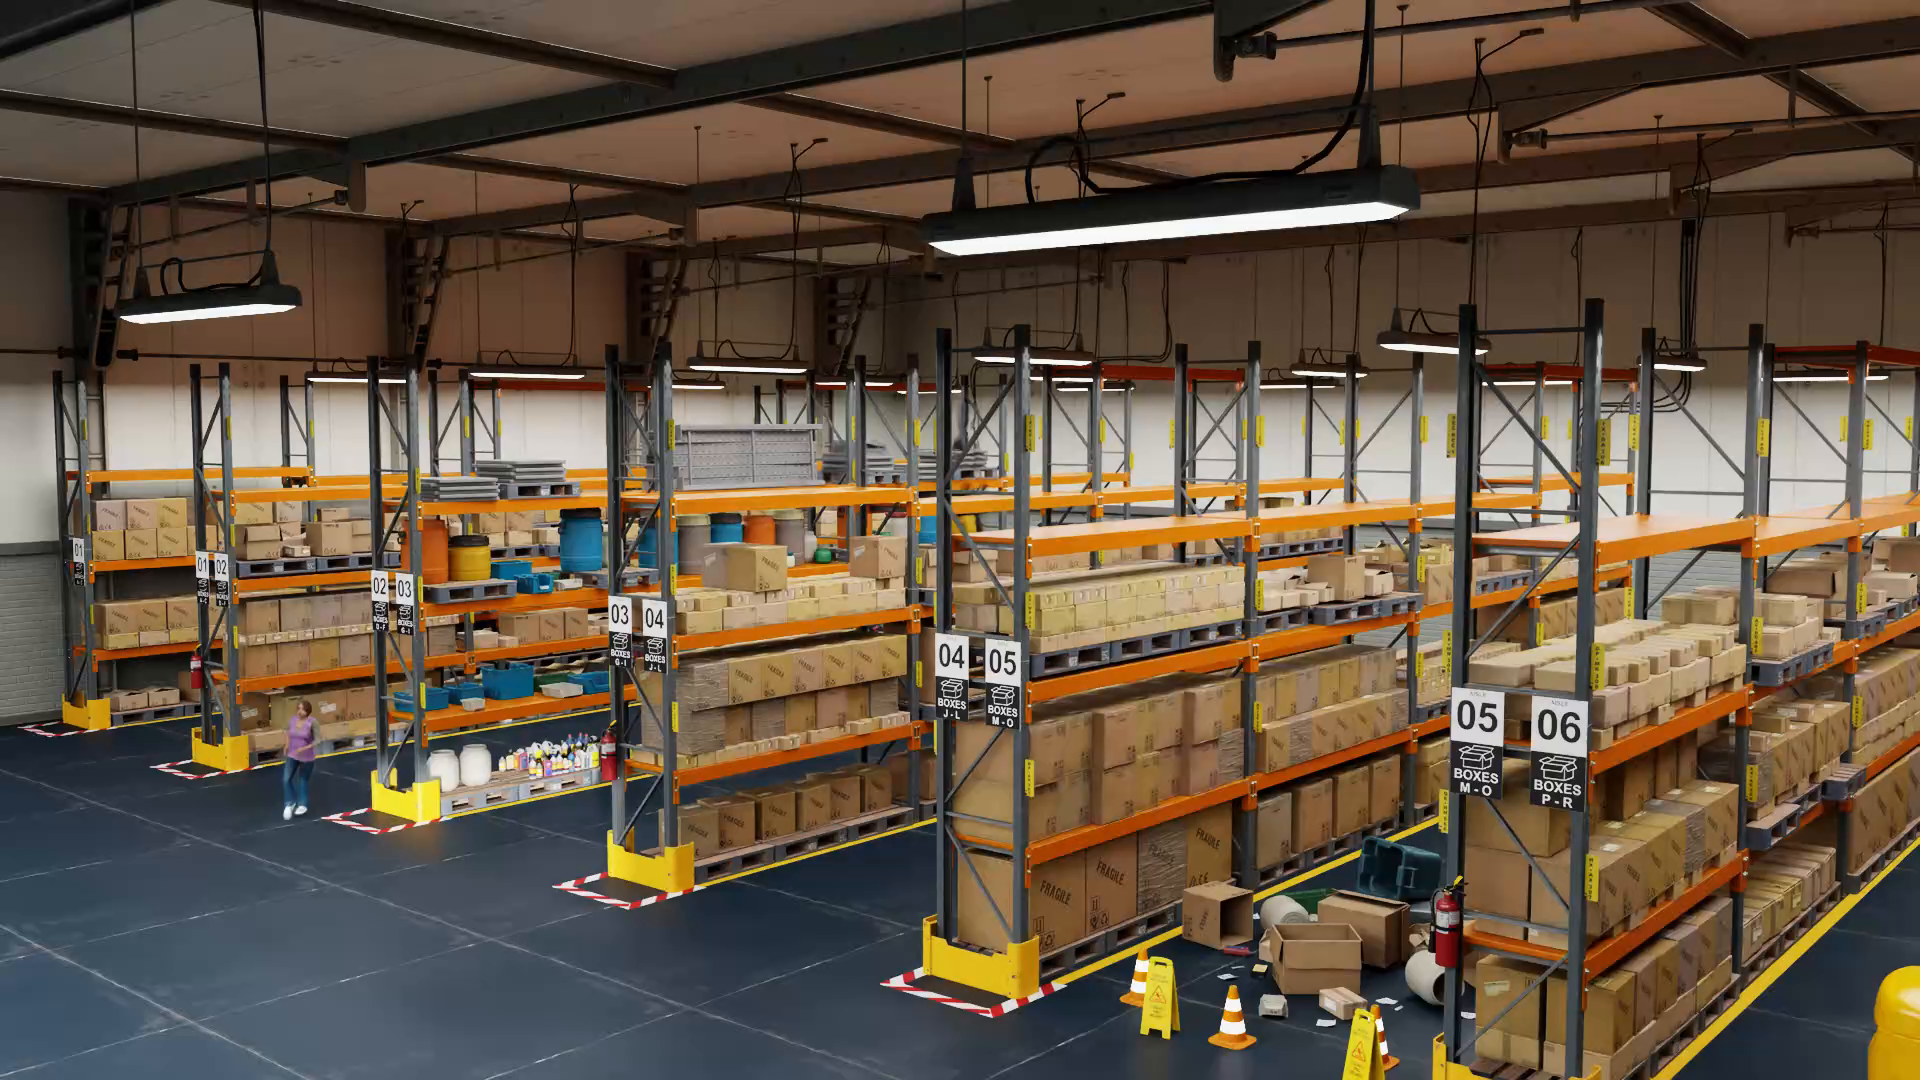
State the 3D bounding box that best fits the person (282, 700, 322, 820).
[{"bbox_3d":[-8.513,2.831,21.514,0.545,1.567,0.623,0,4,-3],"label":"person"}]
